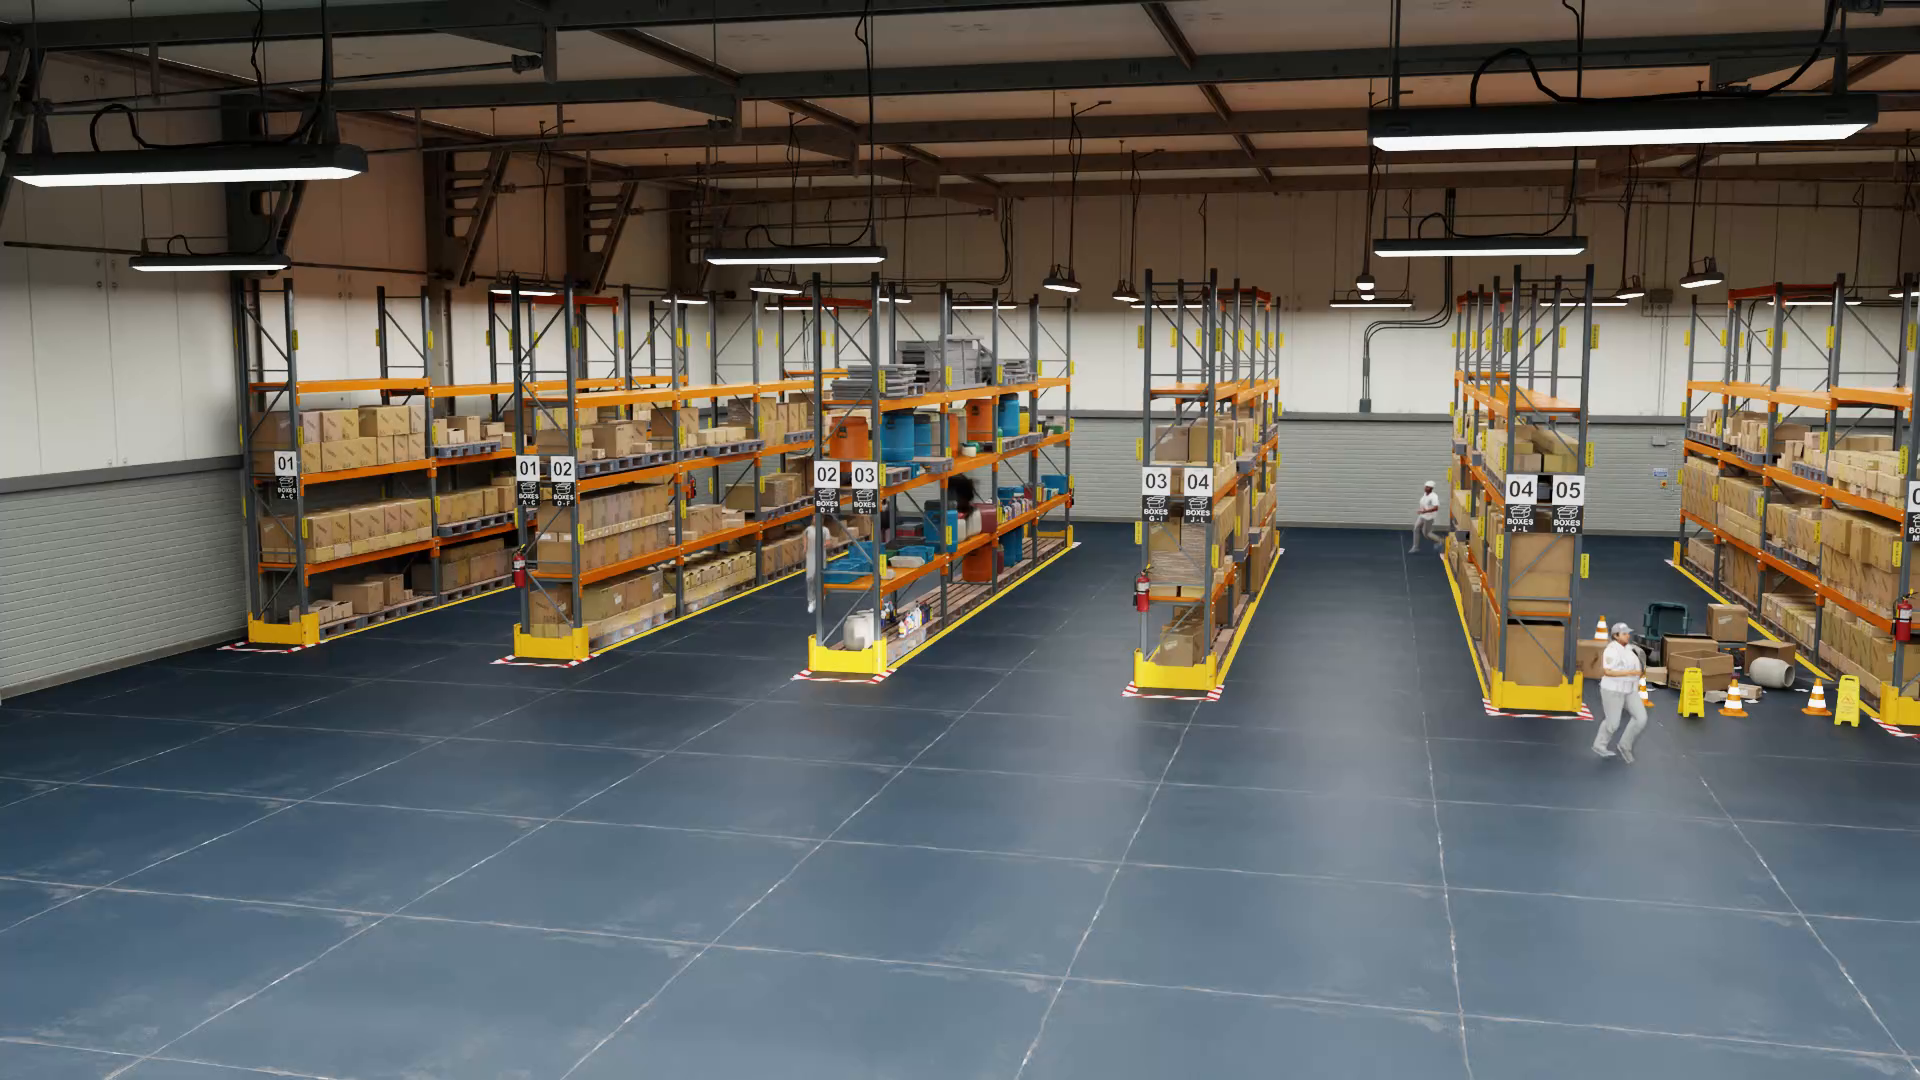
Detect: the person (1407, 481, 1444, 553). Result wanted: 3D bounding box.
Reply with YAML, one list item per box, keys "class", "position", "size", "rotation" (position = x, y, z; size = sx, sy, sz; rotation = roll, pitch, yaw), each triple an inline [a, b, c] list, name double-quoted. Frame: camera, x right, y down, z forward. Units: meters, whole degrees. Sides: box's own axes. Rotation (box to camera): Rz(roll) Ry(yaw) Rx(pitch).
- class: "person"
  position: [11.022, -0.532, 39.098]
  size: [0.871, 1.749, 0.738]
  rotation: [-1, 7, -10]

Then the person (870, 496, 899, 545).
- class: "person"
  position: [-1.667, -0.217, 36.448]
  size: [0.602, 1.768, 0.845]
  rotation: [1, 7, 7]

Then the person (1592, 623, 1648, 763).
- class: "person"
  position: [7.873, 1.834, 19.772]
  size: [0.583, 1.690, 0.660]
  rotation: [-4, 8, -28]

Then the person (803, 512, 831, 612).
- class: "person"
  position: [-2.543, 0.374, 29.428]
  size: [0.531, 1.769, 0.711]
  rotation: [1, 7, 5]
